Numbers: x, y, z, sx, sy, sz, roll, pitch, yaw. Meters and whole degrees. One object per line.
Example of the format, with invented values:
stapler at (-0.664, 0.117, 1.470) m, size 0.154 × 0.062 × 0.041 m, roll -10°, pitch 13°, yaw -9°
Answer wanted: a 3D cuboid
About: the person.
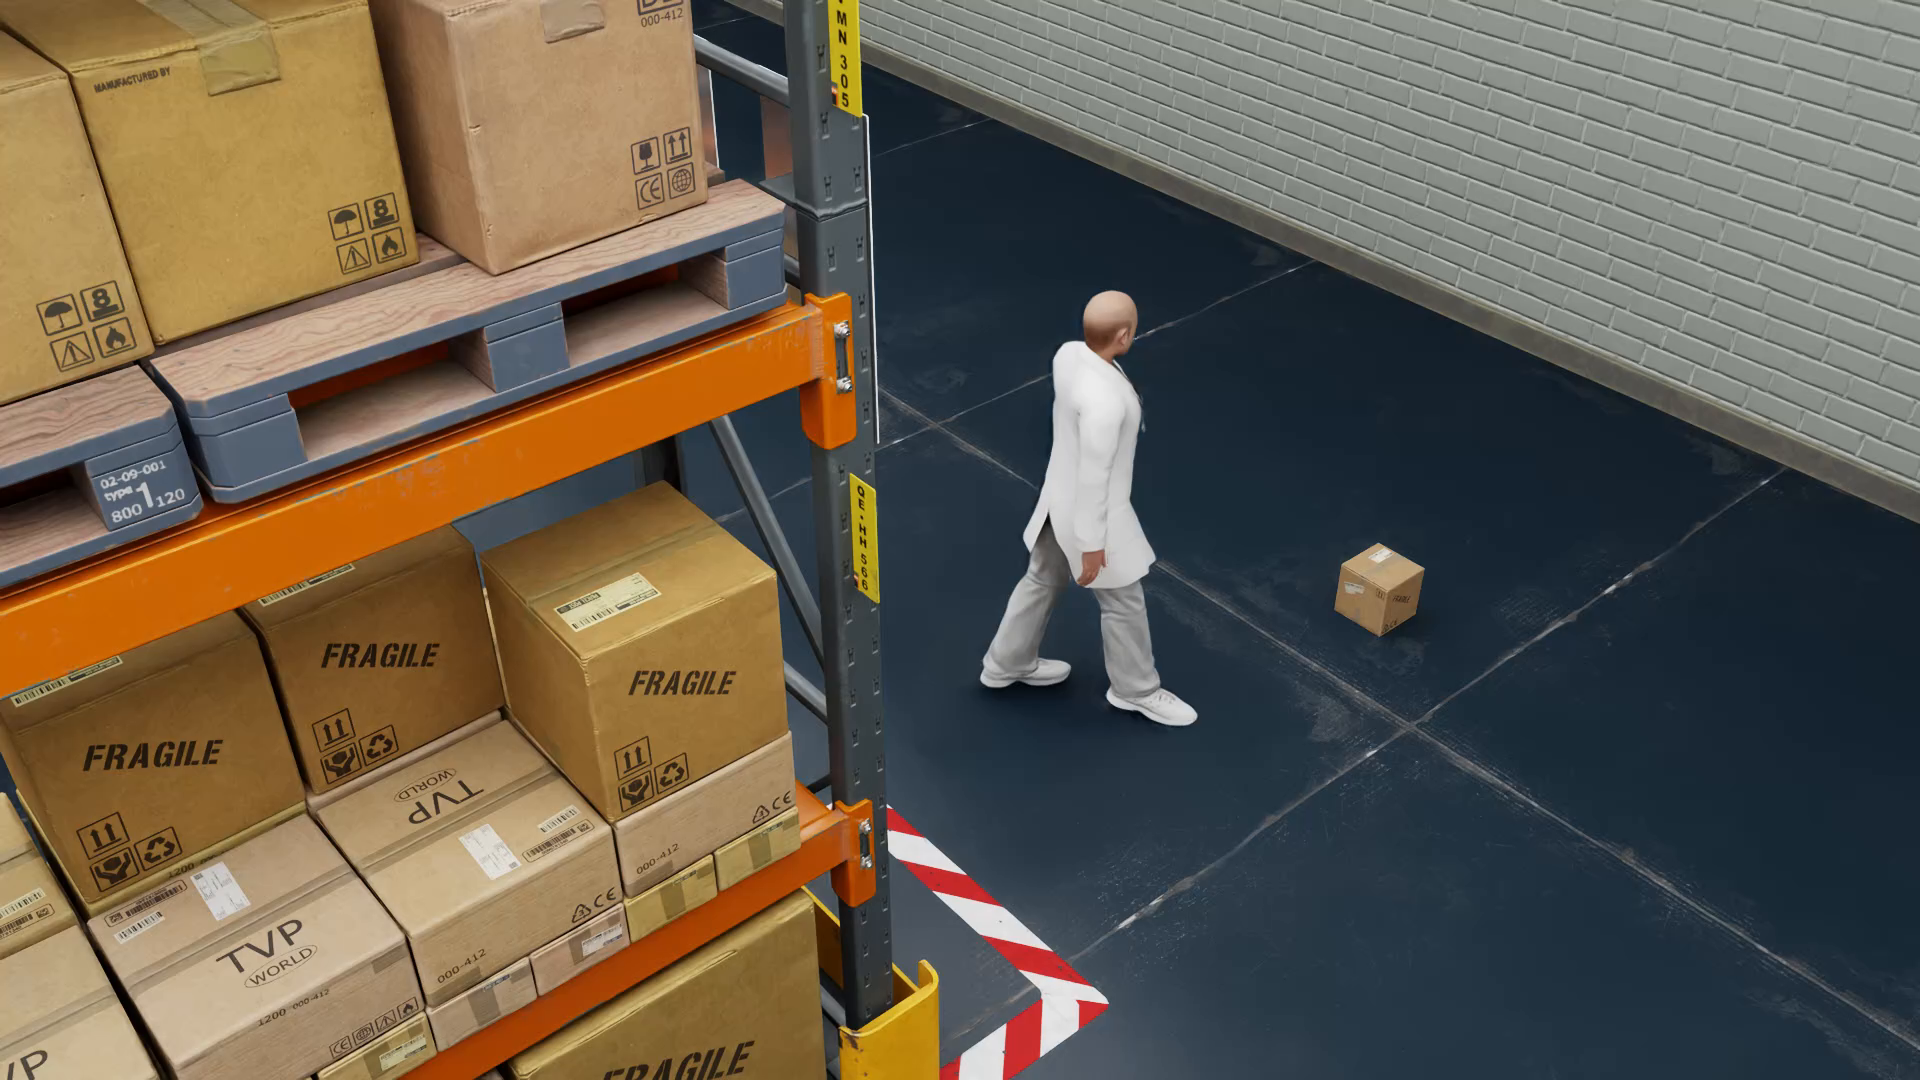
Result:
person at (0.490, -0.116, 6.324) m, size 0.803 × 1.775 × 0.670 m, roll -8°, pitch 36°, yaw -11°
